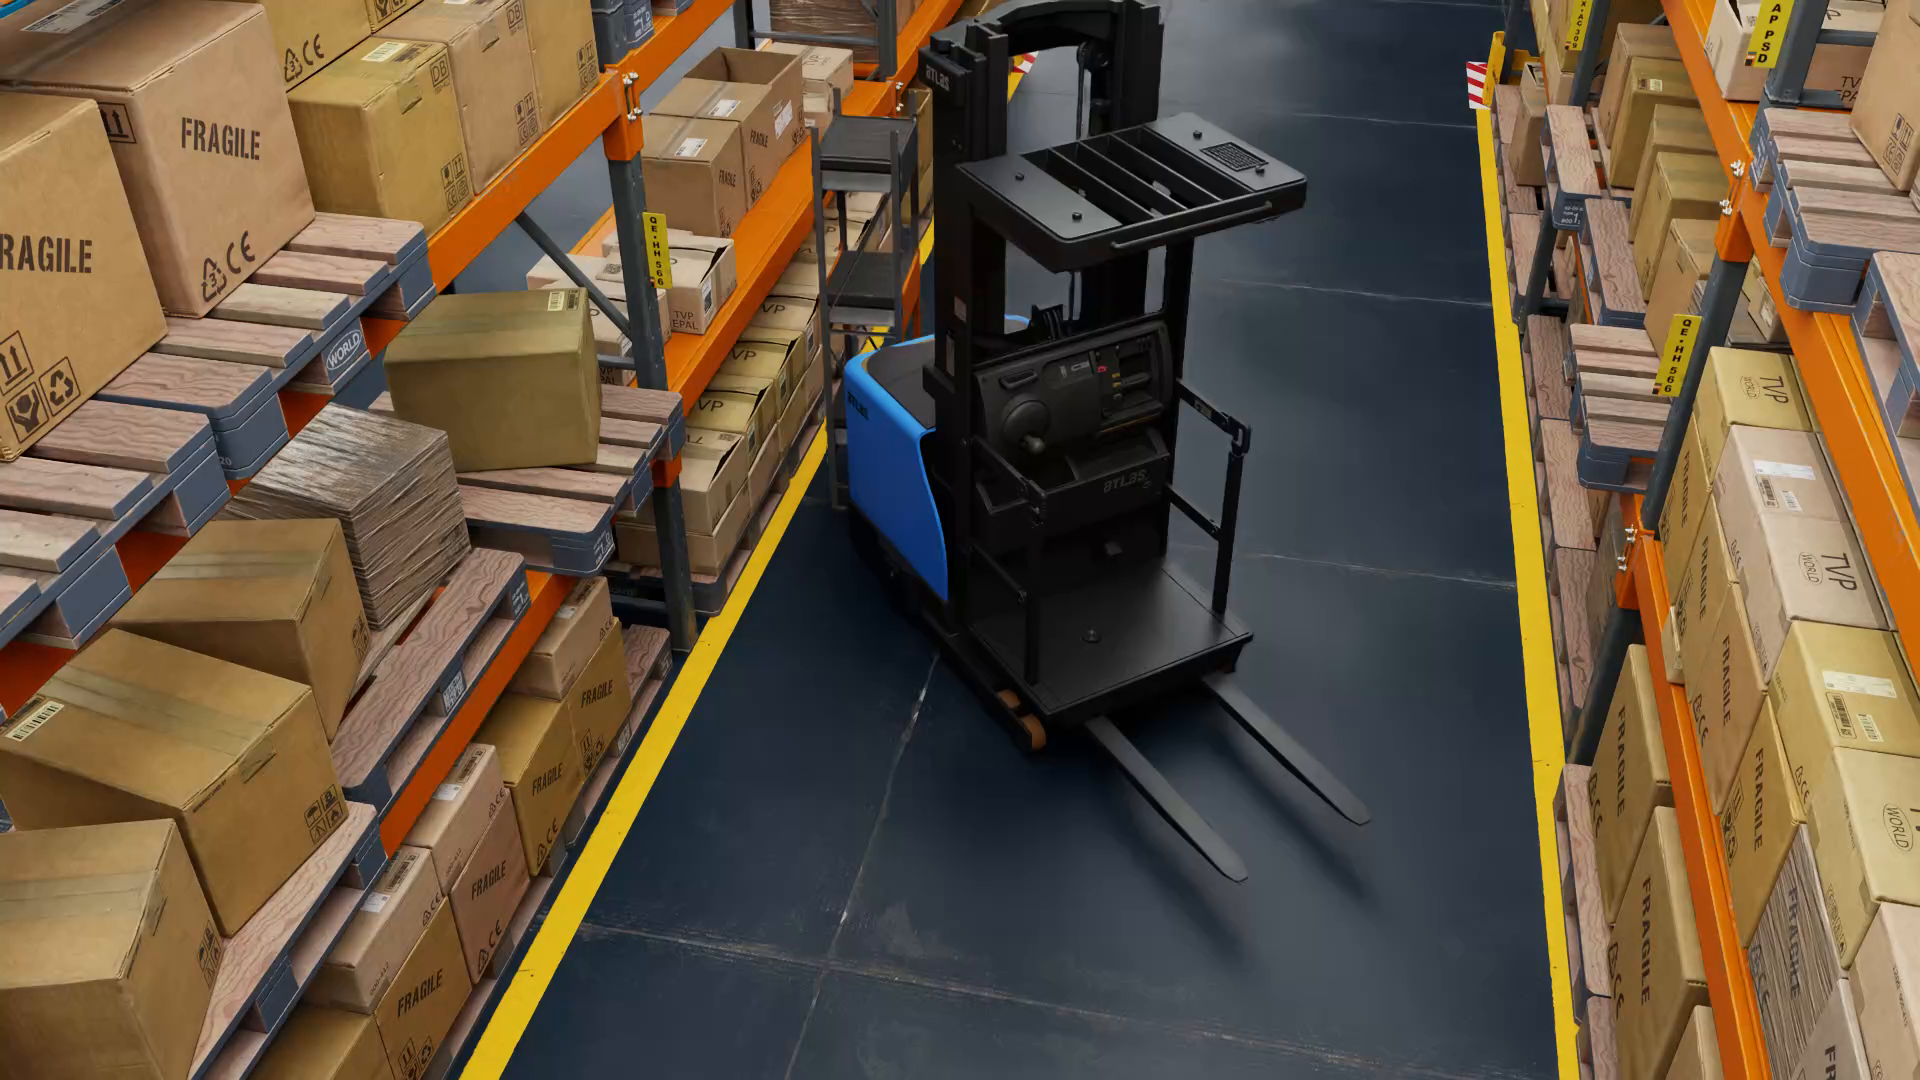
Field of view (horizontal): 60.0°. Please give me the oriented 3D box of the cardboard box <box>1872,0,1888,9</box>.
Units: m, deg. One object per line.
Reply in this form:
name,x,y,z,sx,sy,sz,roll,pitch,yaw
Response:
cardboard box,3.479,-1.806,5.797,0.500,0.500,0.500,7,37,10

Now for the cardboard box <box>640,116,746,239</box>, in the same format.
cardboard box,-1.397,-1.782,8.337,0.500,0.500,0.500,5,36,7

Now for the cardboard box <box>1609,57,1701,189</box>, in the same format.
cardboard box,3.686,-2.063,8.351,0.700,0.500,0.500,11,37,15

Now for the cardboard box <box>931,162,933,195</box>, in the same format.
cardboard box,-0.378,-2.641,11.593,0.500,0.250,0.500,7,37,10

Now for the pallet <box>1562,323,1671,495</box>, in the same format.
pallet,3.149,-0.503,6.821,1.213,0.211,1.003,7,37,10

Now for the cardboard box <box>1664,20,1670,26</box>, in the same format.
cardboard box,4.259,-2.946,9.501,0.500,0.500,0.500,7,36,9

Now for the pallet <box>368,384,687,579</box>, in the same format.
pallet,-1.816,-0.302,6.545,1.213,0.211,1.003,7,37,10

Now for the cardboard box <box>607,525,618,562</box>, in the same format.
cardboard box,-1.866,-0.166,8.179,0.500,0.250,0.500,8,37,11

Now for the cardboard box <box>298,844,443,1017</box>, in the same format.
cardboard box,-2.039,1.226,5.388,0.500,0.250,0.500,7,37,10

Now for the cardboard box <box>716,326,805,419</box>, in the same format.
cardboard box,-1.126,-0.919,8.739,0.500,0.311,0.500,6,36,9

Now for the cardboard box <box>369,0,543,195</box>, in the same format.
cardboard box,-1.909,-1.486,5.373,0.910,0.500,0.500,7,37,10

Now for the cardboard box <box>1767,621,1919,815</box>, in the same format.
cardboard box,2.432,0.486,4.299,0.500,0.250,0.500,7,36,9

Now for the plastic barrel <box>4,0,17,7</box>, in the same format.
plastic barrel,-6.102,-3.713,10.660,0.600,0.901,0.708,7,37,10

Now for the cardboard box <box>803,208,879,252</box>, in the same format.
cardboard box,-0.797,-1.787,9.937,0.500,0.311,0.500,8,37,11

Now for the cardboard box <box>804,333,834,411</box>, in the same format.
cardboard box,-1.019,-0.978,9.299,0.500,0.250,0.500,8,37,11

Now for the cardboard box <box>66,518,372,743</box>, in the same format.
cardboard box,-2.277,0.285,5.128,0.700,0.500,0.500,-1,36,-2

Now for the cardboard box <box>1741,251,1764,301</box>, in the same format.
cardboard box,3.199,-1.028,6.369,0.380,0.149,0.250,2,36,2

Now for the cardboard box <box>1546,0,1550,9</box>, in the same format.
cardboard box,3.973,-3.587,10.385,0.500,0.500,0.500,6,36,9

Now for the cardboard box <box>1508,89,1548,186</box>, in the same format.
cardboard box,4.246,-2.784,11.561,0.700,0.500,0.500,5,36,7

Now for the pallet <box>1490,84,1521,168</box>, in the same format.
pallet,4.585,-3.111,12.633,1.003,0.211,1.213,7,37,10

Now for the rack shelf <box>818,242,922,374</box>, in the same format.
rack shelf,-0.441,-1.134,8.319,0.431,0.518,0.480,5,36,7

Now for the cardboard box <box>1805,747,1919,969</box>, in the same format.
cardboard box,2.323,0.778,3.896,0.500,0.250,0.500,8,37,11

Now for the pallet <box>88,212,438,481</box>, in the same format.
pallet,-2.168,-0.583,4.372,1.213,0.211,1.003,7,37,10

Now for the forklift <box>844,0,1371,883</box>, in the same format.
forklift,0.599,-0.570,6.808,1.130,2.935,3.031,-18,40,-24

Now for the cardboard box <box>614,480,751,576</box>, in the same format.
cardboard box,-1.341,-0.097,8.084,0.500,0.250,0.500,7,37,10

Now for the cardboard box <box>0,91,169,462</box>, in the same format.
cardboard box,-2.294,-0.615,3.729,0.600,0.600,0.600,7,37,9

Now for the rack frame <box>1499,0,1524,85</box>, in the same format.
rack frame,4.809,-4.745,12.511,1.000,3.000,0.127,7,37,10

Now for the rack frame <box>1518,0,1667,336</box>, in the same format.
rack frame,3.955,-2.452,9.347,1.000,3.000,0.127,7,37,10

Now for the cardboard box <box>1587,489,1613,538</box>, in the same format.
cardboard box,3.505,-0.313,8.151,0.700,0.500,0.500,7,37,10

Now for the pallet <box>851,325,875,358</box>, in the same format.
pallet,-1.005,-1.514,10.429,1.003,0.211,1.213,7,37,10

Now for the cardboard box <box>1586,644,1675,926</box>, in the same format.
cardboard box,2.815,0.947,6.131,0.750,0.750,0.750,7,36,9

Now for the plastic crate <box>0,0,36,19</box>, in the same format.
plastic crate,-5.655,-3.016,10.139,0.392,0.384,0.575,7,37,10

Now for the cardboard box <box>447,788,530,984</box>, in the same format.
cardboard box,-1.927,1.221,6.035,0.500,0.500,0.500,6,36,8

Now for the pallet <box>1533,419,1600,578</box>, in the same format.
pallet,3.531,-0.174,8.581,1.003,0.211,1.213,7,37,10

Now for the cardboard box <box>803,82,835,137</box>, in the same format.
cardboard box,-0.894,-2.489,9.513,0.396,0.266,0.258,6,36,9

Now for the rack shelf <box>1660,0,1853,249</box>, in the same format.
rack shelf,3.528,-2.228,7.096,1.077,0.370,4.000,7,37,10

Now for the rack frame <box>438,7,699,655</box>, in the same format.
rack frame,-1.740,-0.777,7.036,1.000,3.000,0.127,7,37,10

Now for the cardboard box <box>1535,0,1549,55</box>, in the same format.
cardboard box,3.967,-3.283,10.605,0.500,0.250,0.500,7,37,10

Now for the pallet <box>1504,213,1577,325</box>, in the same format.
pallet,4.064,-1.712,10.702,1.003,0.211,1.213,7,37,10

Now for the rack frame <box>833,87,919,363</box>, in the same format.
rack frame,-0.405,-1.287,8.506,0.400,2.100,0.015,5,36,7

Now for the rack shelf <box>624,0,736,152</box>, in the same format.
rack shelf,-1.313,-2.847,7.949,1.077,0.370,4.000,7,37,10

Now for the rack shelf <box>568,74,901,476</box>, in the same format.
rack shelf,-1.313,-1.633,8.830,1.077,0.370,4.000,7,37,10

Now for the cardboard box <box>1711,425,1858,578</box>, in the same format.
cardboard box,2.638,-0.095,5.100,0.500,0.250,0.500,7,36,9

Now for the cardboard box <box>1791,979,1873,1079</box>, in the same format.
cardboard box,2.198,1.376,3.710,0.500,0.500,0.500,8,37,10

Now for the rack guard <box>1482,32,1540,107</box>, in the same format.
rack guard,4.793,-3.689,13.184,1.175,0.500,0.348,7,37,10

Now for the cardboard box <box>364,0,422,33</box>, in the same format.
cardboard box,-1.948,-1.895,5.086,0.500,0.500,0.500,7,37,10

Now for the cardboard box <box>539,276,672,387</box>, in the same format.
cardboard box,-1.619,-0.944,7.343,0.500,0.311,0.500,10,37,13

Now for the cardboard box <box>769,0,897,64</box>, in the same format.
cardboard box,-0.797,-3.366,10.523,0.700,0.500,0.500,6,36,9

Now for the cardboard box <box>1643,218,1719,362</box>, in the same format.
cardboard box,3.284,-0.972,6.845,0.700,0.500,0.500,4,36,6

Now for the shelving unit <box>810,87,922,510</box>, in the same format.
shelving unit,-0.441,-1.145,8.311,0.431,2.100,0.503,5,36,7

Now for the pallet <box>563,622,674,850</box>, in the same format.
pallet,-1.936,0.775,7.271,1.003,0.211,1.213,7,37,10

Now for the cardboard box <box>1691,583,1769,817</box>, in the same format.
cardboard box,2.519,0.502,4.915,0.500,0.500,0.500,7,37,10

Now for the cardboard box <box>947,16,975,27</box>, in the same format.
cardboard box,-0.162,-3.518,12.164,0.500,0.500,0.500,7,37,10

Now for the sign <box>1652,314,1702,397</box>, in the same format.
sign,2.568,-0.658,5.953,0.100,0.325,0.005,7,37,10

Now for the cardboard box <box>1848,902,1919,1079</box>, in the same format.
cardboard box,2.214,1.070,3.493,0.500,0.250,0.500,8,37,11
